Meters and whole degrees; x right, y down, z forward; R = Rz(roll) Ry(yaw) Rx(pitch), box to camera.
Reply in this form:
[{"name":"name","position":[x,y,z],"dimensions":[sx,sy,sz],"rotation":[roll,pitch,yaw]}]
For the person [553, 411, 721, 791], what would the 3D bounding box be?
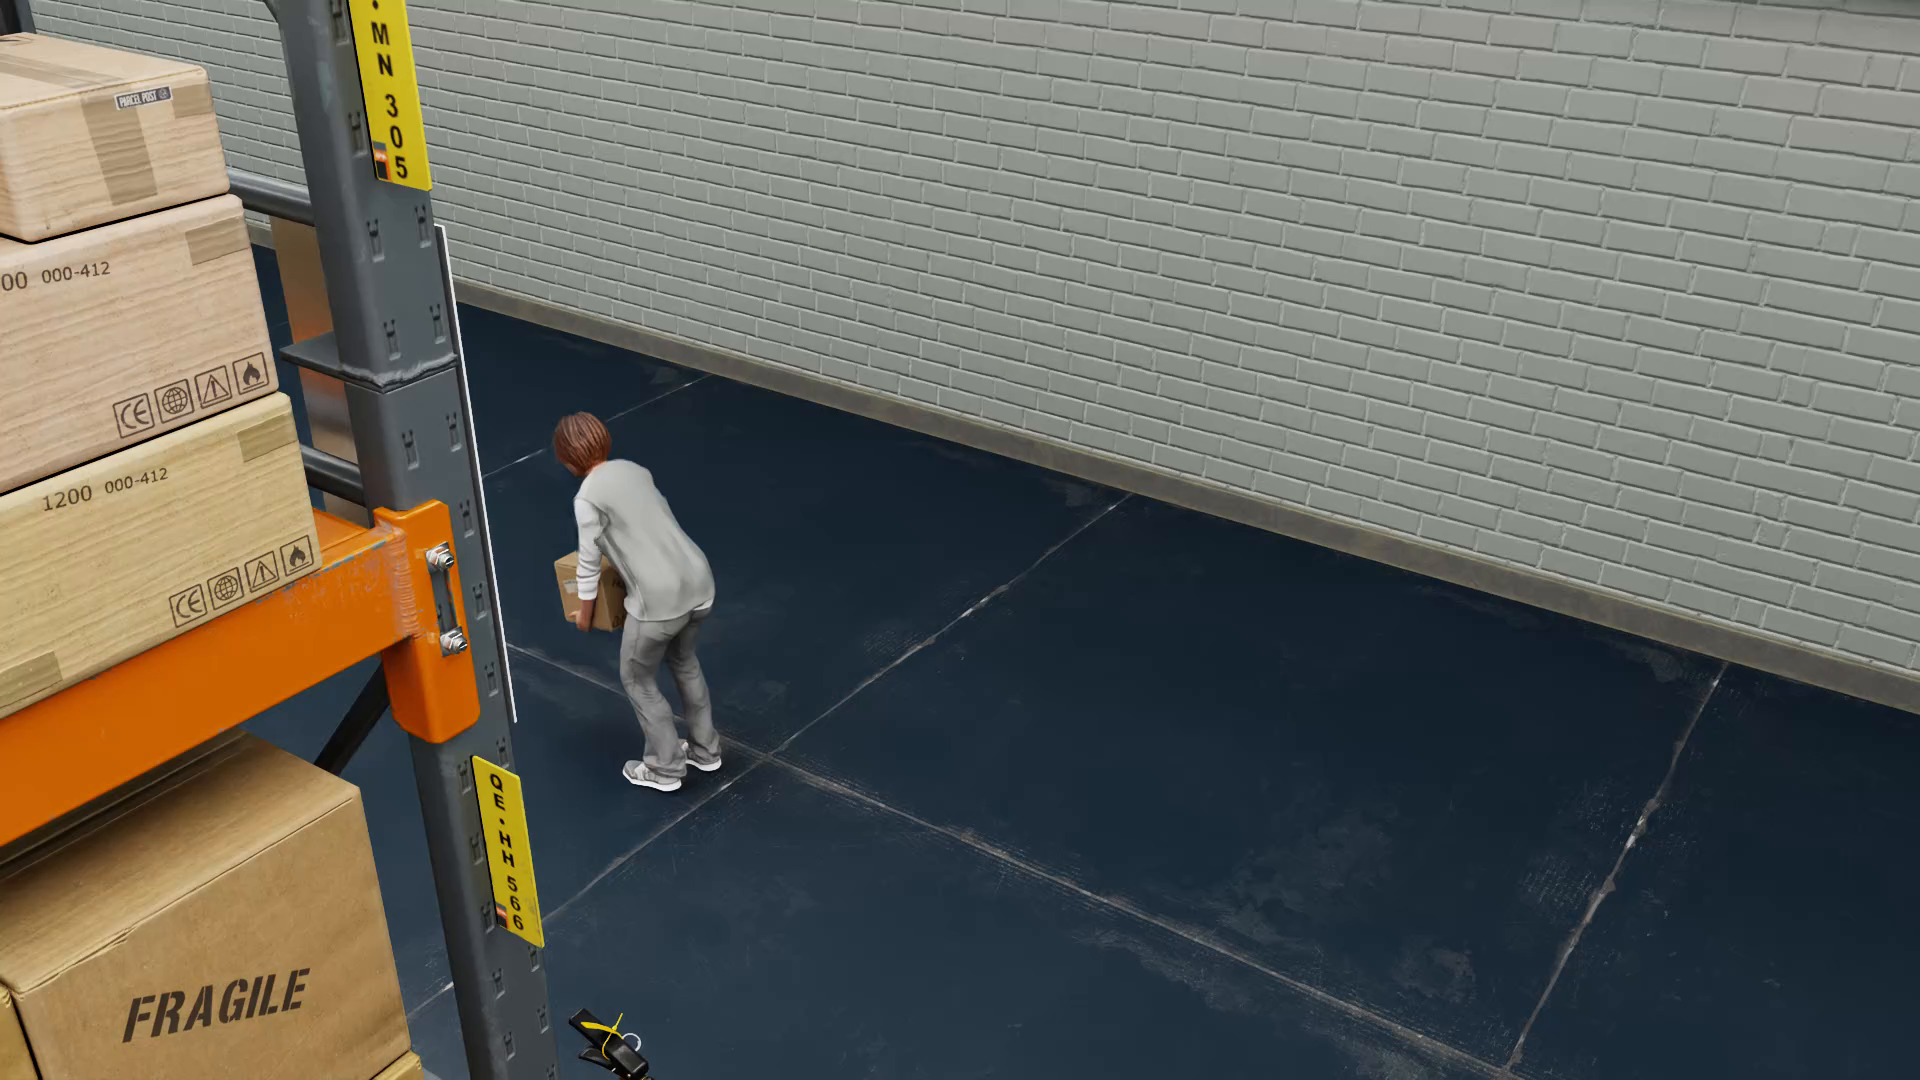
[{"name":"person","position":[-1.215,0.251,6.302],"dimensions":[0.637,1.457,0.373],"rotation":[17,32,29]}]
